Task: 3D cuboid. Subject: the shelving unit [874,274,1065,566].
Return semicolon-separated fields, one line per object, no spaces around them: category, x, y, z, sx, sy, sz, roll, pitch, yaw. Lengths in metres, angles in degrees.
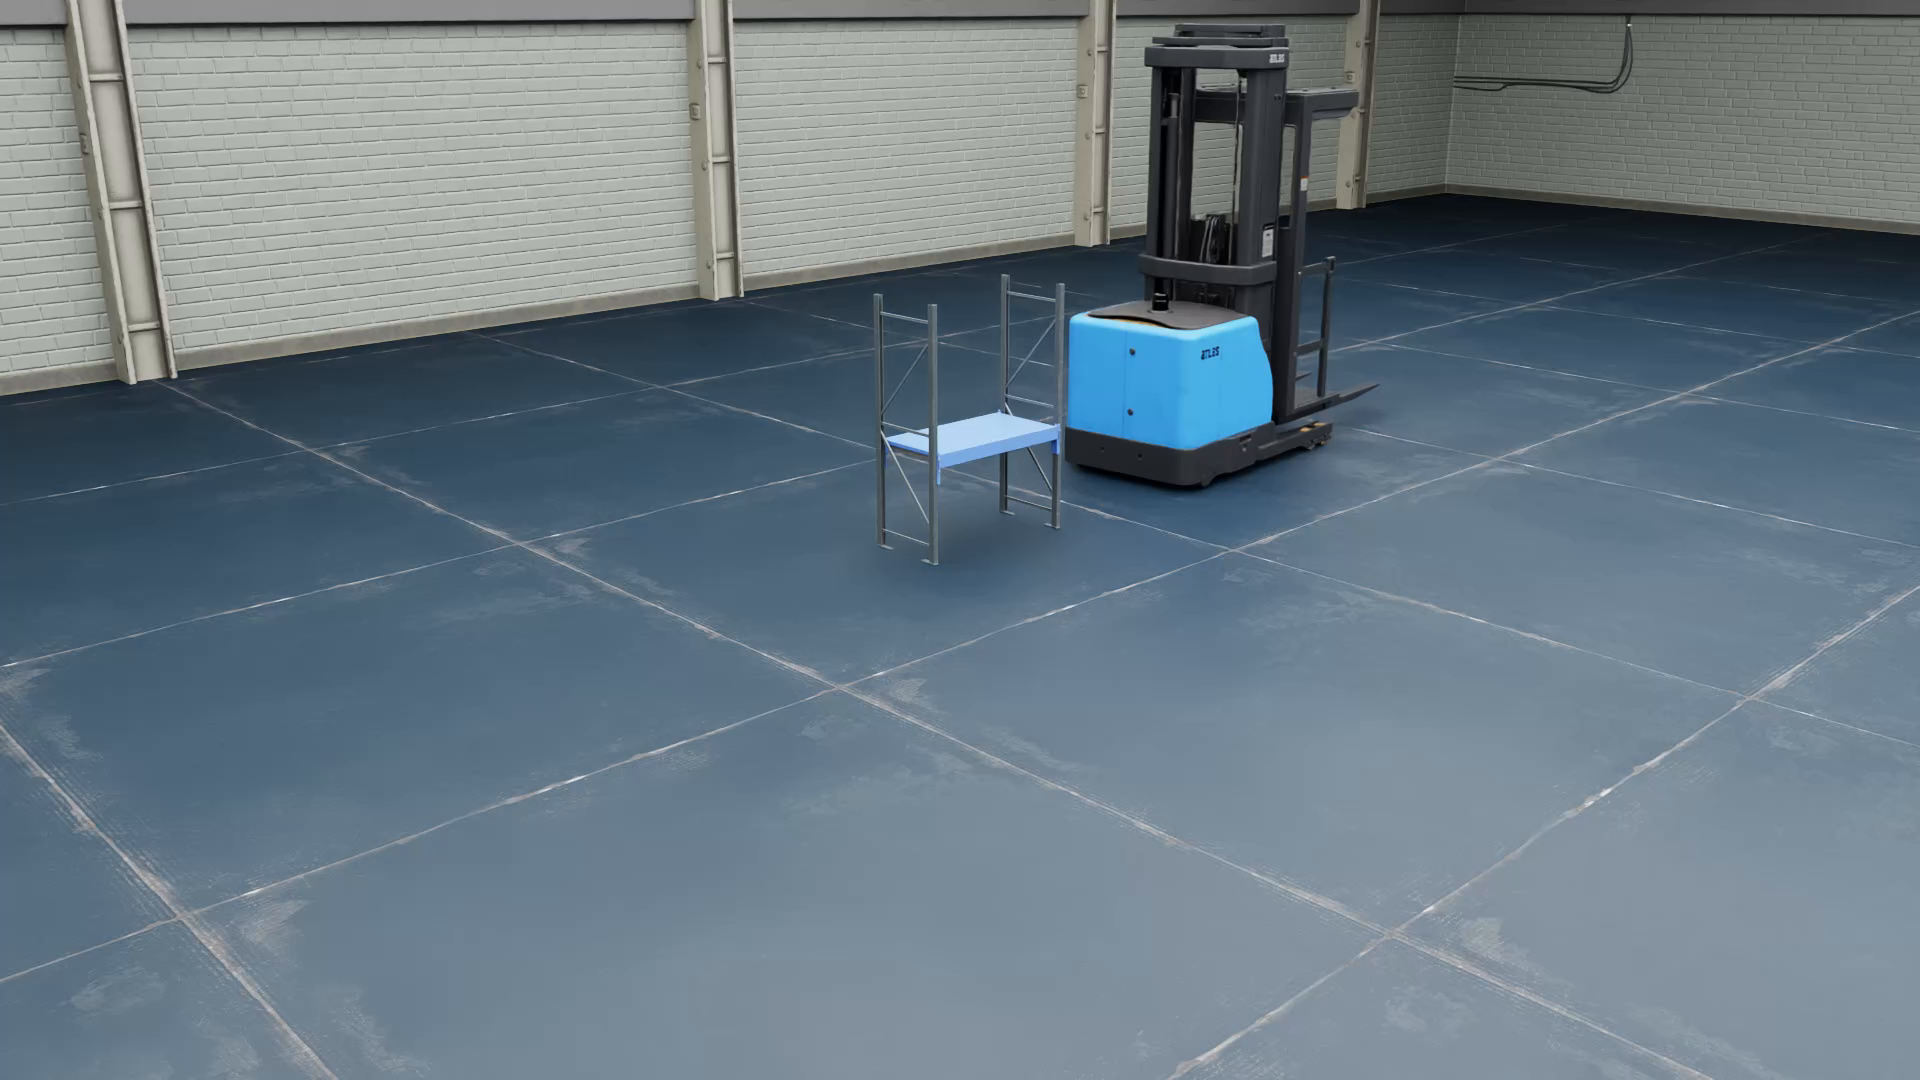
shelving unit;0.062;-0.732;9.809;1.048;1.500;0.538;-16;24;-41

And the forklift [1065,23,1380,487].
forklift;2.061;-2.128;11.795;1.130;2.935;3.031;15;23;38

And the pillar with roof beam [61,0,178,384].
pillar with roof beam;-4.014;-4.707;9.911;0.400;9.000;9.100;-16;24;-41

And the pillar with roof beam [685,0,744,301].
pillar with roof beam;0.346;-5.978;13.832;0.400;9.000;9.100;-16;24;-41

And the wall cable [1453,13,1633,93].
wall cable;9.156;-8.336;26.140;0.112;2.526;3.097;-16;24;-41

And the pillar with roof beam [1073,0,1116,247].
pillar with roof beam;4.705;-7.249;17.753;0.400;9.000;9.100;-16;24;-41

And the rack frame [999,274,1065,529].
rack frame;0.431;-0.839;10.141;0.032;1.500;0.500;-16;24;-41

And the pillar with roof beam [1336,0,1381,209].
pillar with roof beam;9.065;-8.521;21.675;0.400;9.000;9.100;-16;24;-41

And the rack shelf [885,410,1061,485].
rack shelf;0.062;-0.560;9.865;1.000;0.185;0.538;-16;24;-41

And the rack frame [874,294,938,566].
rack frame;-0.307;-0.624;9.477;0.032;1.500;0.500;-16;24;-41
